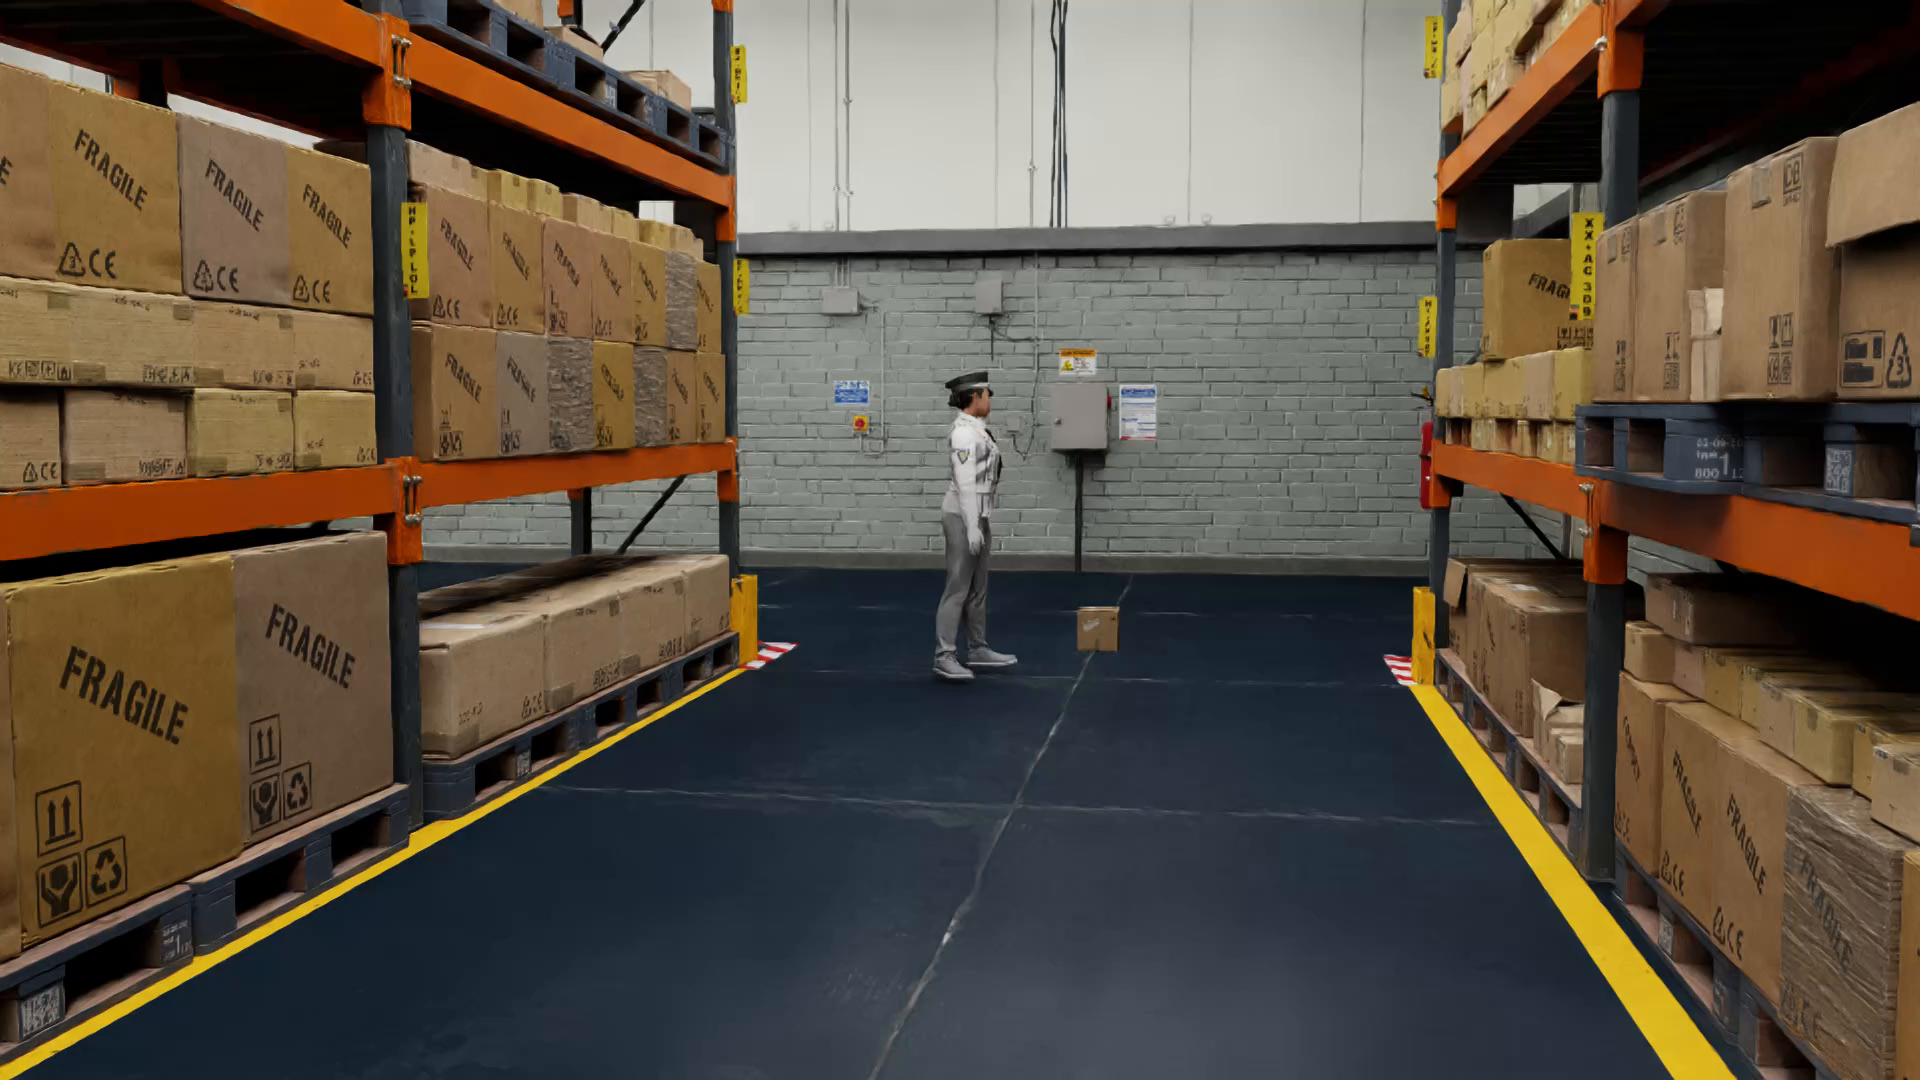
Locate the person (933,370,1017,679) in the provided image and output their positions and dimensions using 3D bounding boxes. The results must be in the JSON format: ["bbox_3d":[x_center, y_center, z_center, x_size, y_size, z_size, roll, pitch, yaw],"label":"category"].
[{"bbox_3d":[0.084,-0.097,9.216,0.444,1.677,0.574,1,5,7],"label":"person"}]
